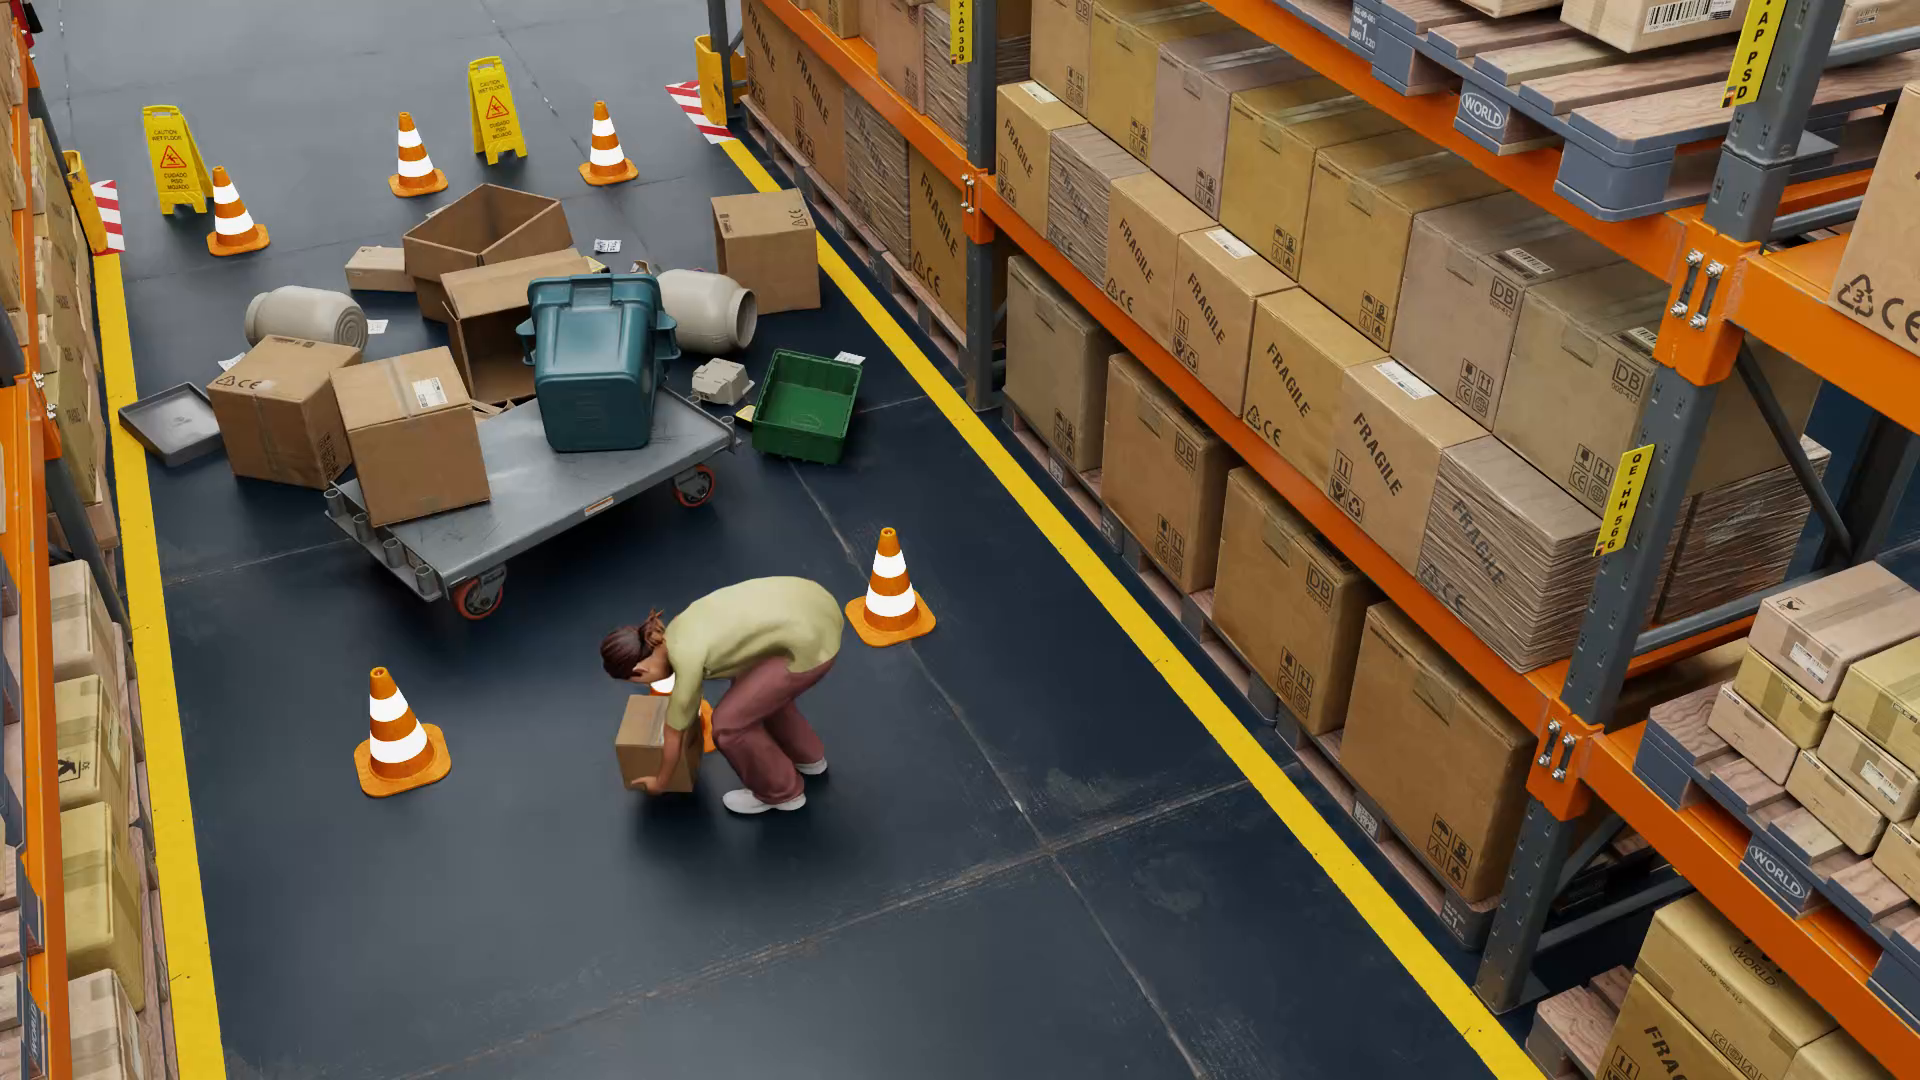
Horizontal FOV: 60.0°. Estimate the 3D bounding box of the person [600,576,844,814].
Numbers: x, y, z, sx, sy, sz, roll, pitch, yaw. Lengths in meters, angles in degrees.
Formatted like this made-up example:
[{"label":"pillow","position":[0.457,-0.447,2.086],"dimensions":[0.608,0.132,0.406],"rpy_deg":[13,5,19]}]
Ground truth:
[{"label":"person","position":[-0.838,0.555,6.022],"dimensions":[0.855,0.950,0.452],"rpy_deg":[1,37,1]}]
